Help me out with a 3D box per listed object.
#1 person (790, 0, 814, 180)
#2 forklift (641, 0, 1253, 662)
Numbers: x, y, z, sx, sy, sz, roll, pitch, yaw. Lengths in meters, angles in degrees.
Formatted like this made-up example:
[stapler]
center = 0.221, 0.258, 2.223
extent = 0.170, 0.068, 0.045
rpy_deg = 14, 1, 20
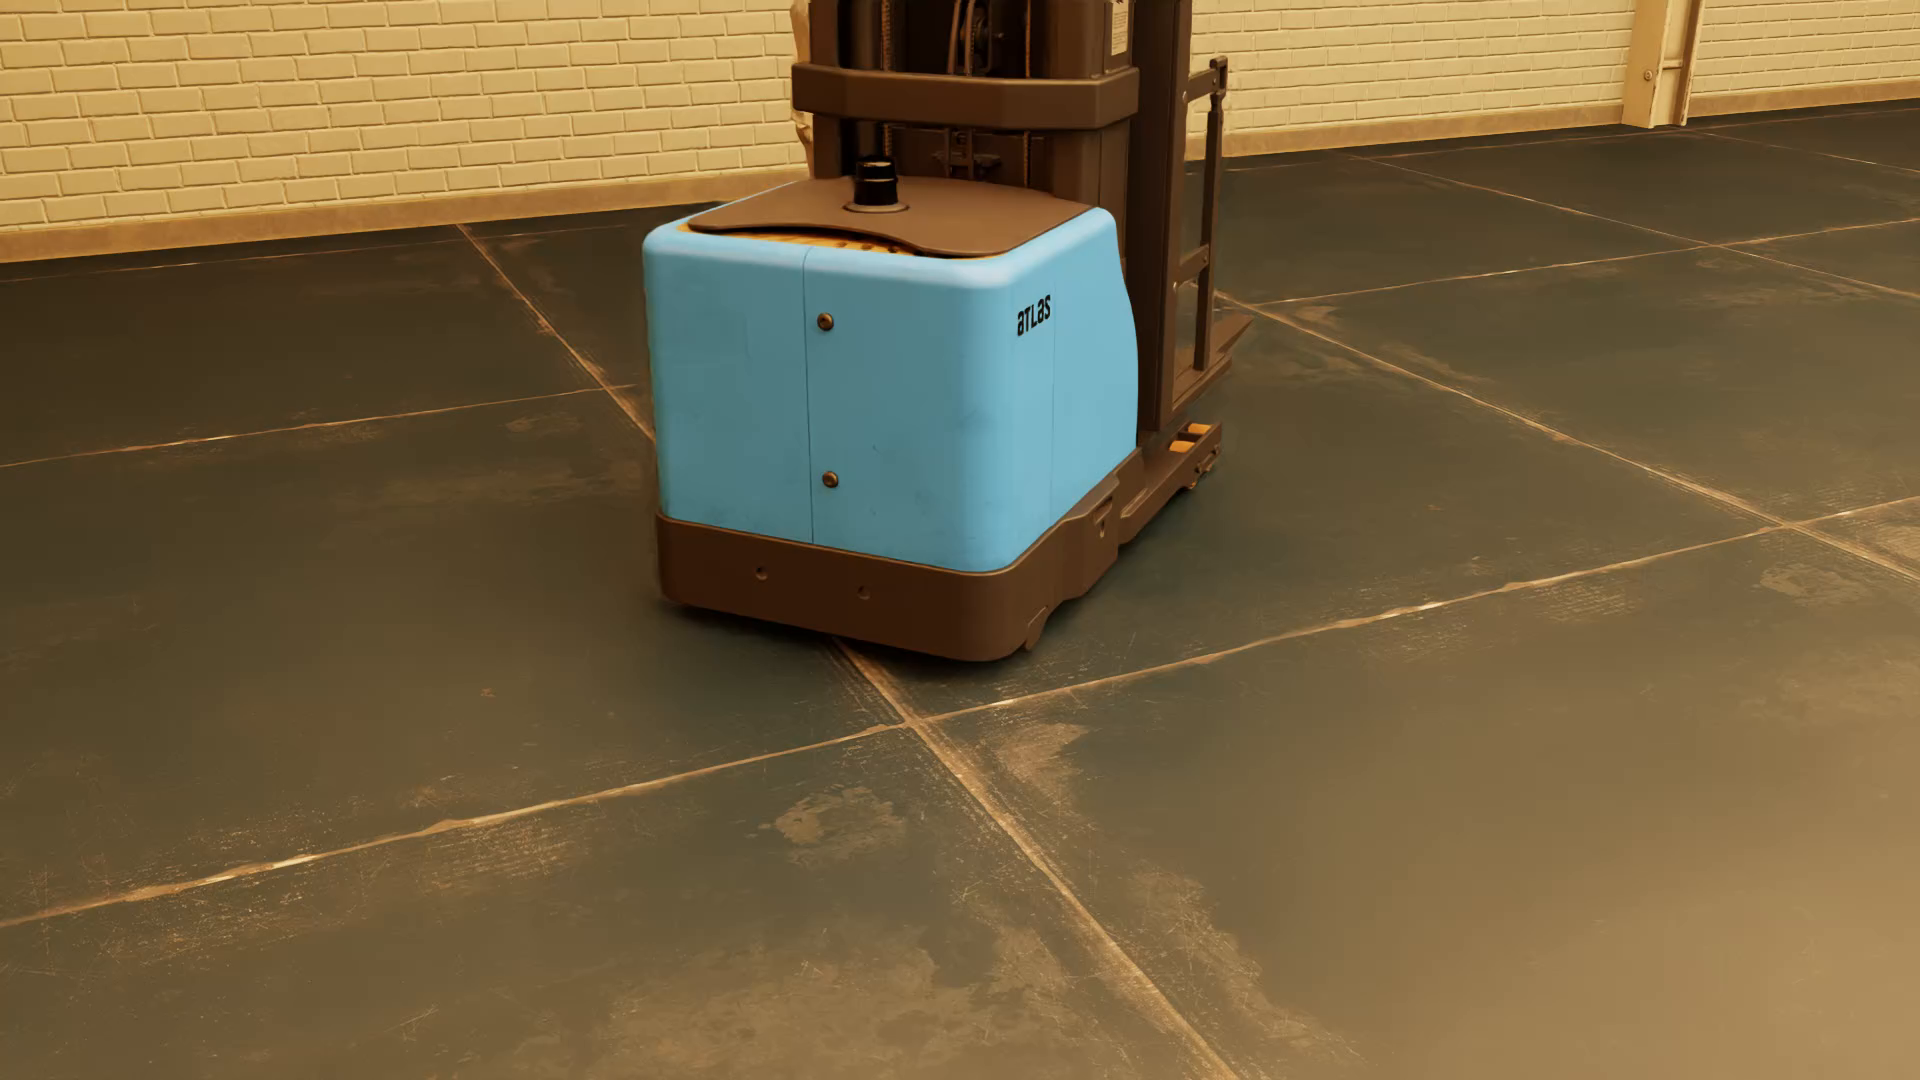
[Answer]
[person]
center = -0.593, -1.875, 7.536
extent = 0.329, 1.602, 0.444
rpy_deg = -8, 24, -19
[forklift]
center = 0.245, -1.578, 5.086
extent = 1.130, 2.935, 3.031
rpy_deg = 10, 25, 22
